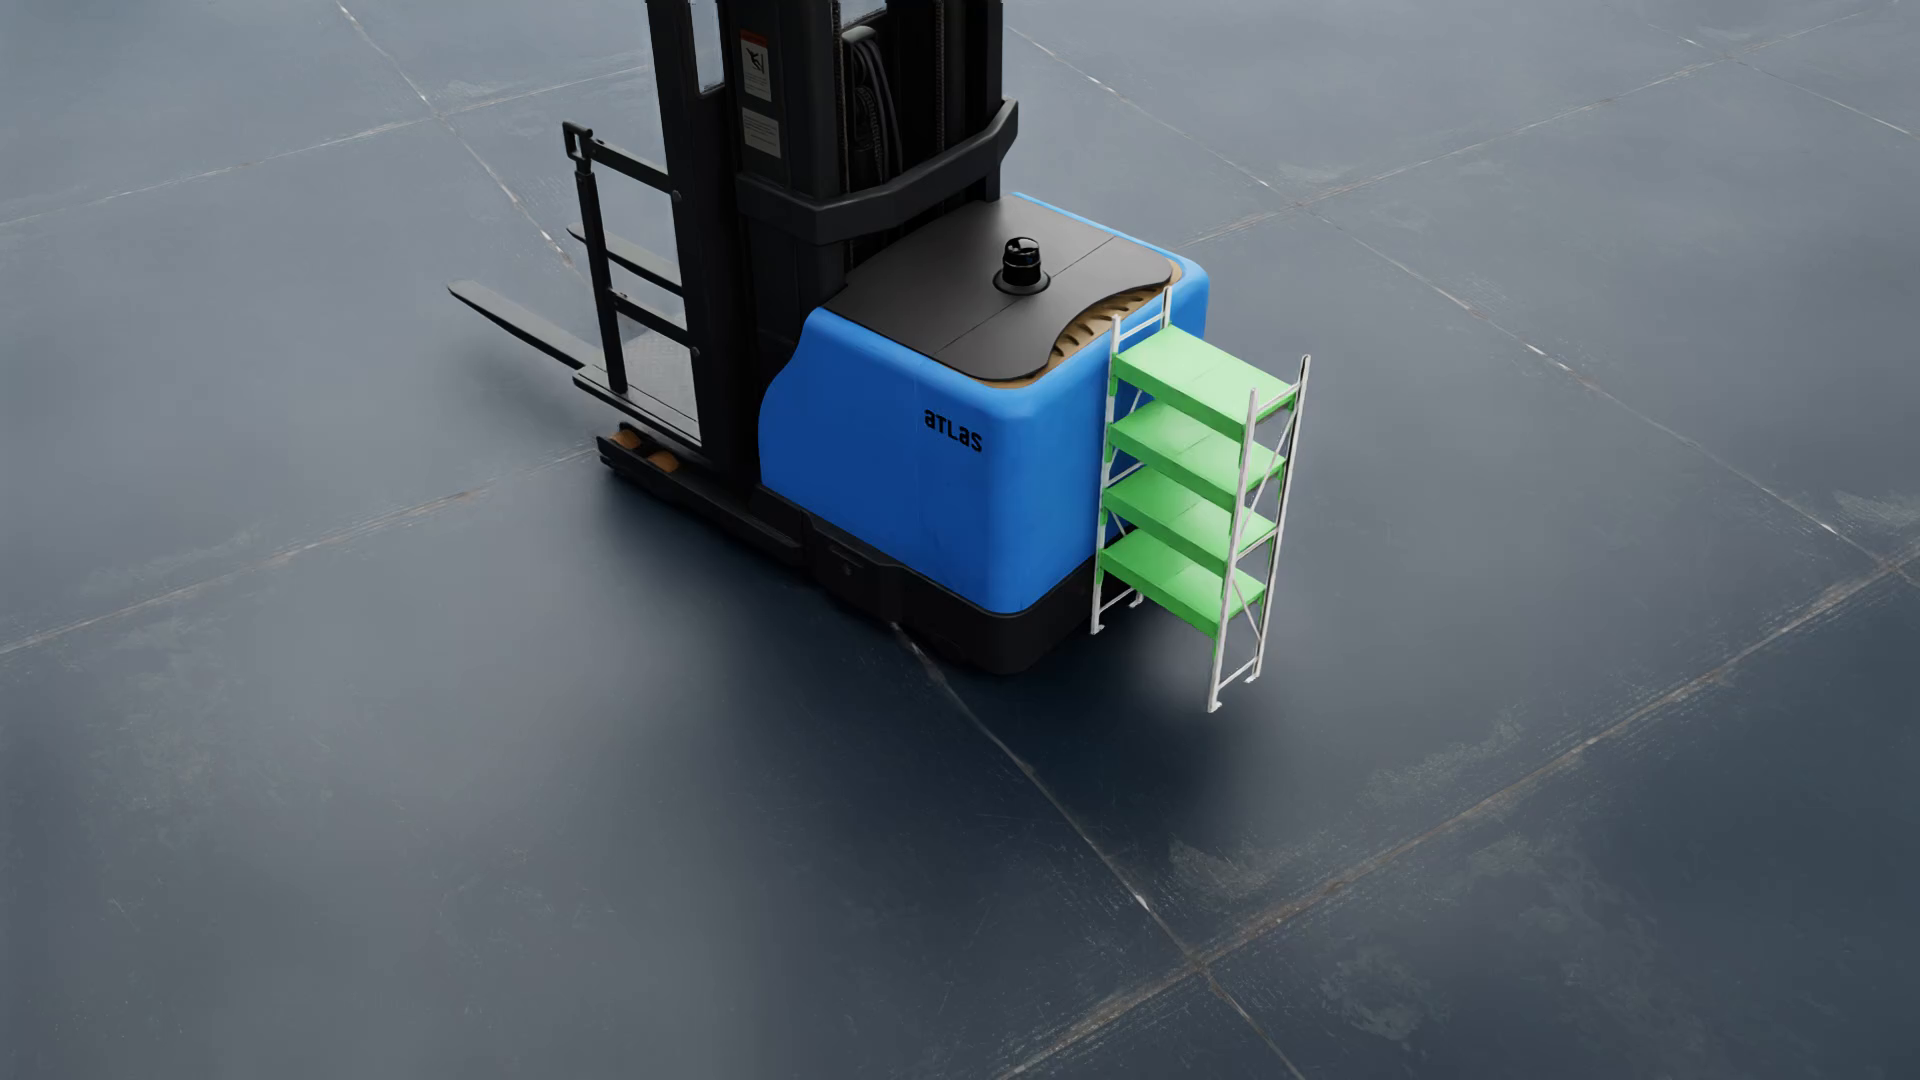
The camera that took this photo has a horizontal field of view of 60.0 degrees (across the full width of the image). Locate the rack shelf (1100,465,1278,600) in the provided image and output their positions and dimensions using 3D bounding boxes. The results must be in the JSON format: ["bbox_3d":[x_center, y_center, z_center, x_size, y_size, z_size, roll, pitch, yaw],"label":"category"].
[{"bbox_3d":[0.683,-0.047,4.969,0.258,0.148,0.480,-32,49,-32],"label":"rack shelf"}]

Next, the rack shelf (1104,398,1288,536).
[{"bbox_3d":[0.683,-0.232,4.816,0.258,0.148,0.480,-32,49,-32],"label":"rack shelf"}]

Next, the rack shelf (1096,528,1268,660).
[{"bbox_3d":[0.683,0.137,5.123,0.258,0.148,0.480,-32,49,-32],"label":"rack shelf"}]

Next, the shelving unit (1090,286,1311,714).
[{"bbox_3d":[0.683,-0.096,4.928,0.258,1.200,0.503,-32,49,-32],"label":"shelving unit"}]

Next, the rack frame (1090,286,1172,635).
[{"bbox_3d":[0.514,-0.209,5.064,0.240,1.200,0.015,-32,49,-32],"label":"rack frame"}]

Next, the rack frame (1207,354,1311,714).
[{"bbox_3d":[0.852,0.016,4.793,0.240,1.200,0.015,-32,49,-32],"label":"rack frame"}]

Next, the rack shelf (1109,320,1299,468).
[{"bbox_3d":[0.683,-0.416,4.662,0.258,0.148,0.480,-32,49,-32],"label":"rack shelf"}]

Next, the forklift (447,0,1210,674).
[{"bbox_3d":[-0.671,-1.507,5.269,3.031,2.935,1.130,28,47,30],"label":"forklift"}]
